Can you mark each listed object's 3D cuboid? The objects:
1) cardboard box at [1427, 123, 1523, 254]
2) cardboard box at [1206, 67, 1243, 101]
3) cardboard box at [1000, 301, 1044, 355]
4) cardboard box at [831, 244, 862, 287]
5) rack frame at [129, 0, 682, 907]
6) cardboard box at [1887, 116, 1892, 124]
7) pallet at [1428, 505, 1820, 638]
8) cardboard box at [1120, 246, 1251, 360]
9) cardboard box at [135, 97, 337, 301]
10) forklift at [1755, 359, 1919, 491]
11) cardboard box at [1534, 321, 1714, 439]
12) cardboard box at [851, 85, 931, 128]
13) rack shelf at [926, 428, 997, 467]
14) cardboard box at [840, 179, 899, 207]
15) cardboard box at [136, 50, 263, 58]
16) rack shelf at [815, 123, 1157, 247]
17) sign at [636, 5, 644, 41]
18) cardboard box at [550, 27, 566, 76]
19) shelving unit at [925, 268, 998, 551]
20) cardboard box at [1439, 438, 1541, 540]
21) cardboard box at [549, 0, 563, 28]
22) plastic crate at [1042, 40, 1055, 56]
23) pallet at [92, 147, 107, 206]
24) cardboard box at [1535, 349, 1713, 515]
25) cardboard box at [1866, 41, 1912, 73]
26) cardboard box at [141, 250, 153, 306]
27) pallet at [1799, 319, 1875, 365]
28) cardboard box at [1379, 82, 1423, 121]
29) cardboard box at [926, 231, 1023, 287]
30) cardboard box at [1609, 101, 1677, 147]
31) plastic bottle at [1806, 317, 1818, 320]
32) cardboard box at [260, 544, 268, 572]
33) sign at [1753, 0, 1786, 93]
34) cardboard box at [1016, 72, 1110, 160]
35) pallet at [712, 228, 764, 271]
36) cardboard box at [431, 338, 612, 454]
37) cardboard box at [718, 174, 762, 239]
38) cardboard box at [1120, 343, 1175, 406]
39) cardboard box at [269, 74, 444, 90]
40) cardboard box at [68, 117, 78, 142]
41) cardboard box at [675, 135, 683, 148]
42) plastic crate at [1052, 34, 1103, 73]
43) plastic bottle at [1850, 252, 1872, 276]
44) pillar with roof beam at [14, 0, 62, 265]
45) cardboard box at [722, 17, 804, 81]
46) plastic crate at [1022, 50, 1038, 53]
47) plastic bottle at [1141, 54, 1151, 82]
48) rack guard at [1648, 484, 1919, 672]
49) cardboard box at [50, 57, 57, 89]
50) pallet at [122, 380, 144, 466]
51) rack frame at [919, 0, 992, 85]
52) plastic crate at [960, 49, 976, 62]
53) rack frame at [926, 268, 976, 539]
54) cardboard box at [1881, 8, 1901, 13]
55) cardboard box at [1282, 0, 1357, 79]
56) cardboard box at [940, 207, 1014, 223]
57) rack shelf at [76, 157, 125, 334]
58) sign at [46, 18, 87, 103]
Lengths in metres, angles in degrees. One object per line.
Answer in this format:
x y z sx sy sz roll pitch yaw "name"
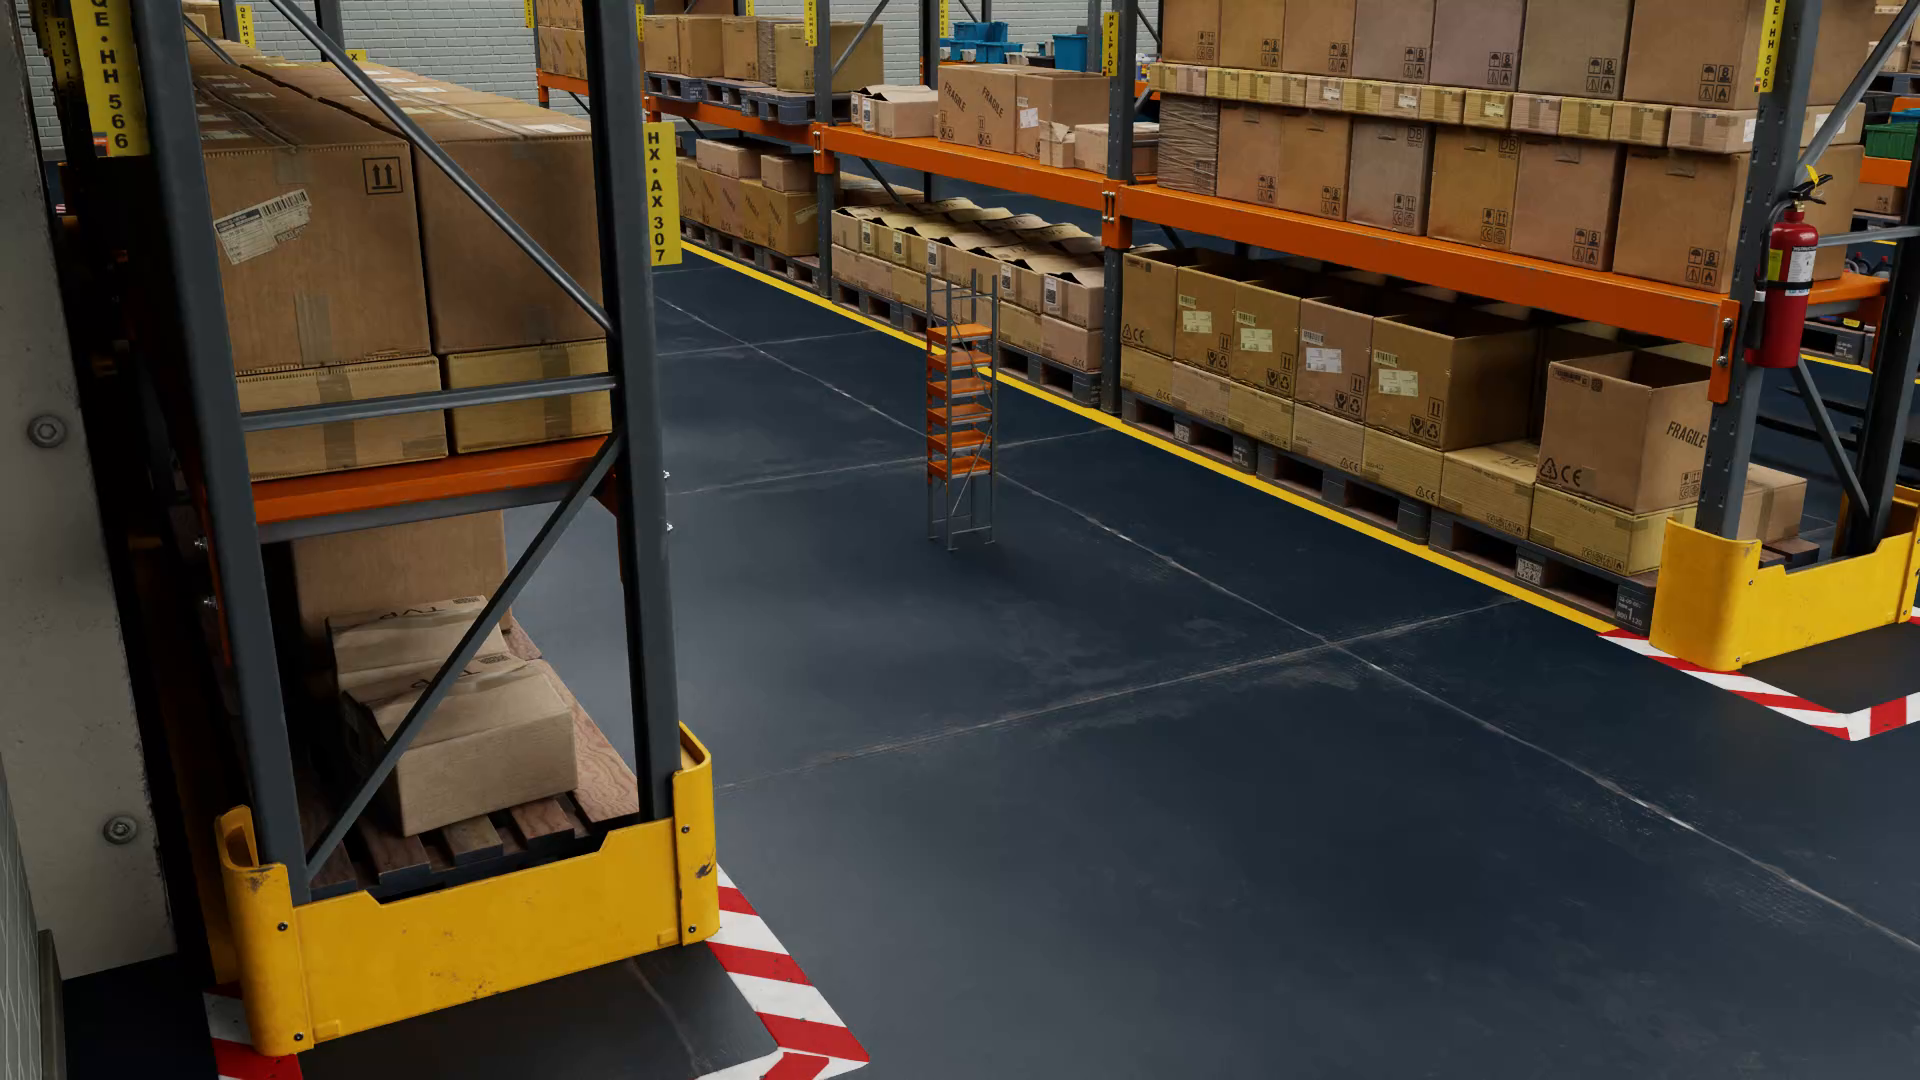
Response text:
2.483 -1.553 7.212 0.700 0.500 0.500 -10 21 -26 "cardboard box"
1.479 -2.325 8.456 0.380 0.149 0.250 -11 22 -28 "cardboard box"
0.588 -1.343 10.328 0.500 0.250 0.500 -10 22 -27 "cardboard box"
-0.631 -2.076 12.452 0.500 0.250 0.500 -10 21 -27 "cardboard box"
-1.180 -0.308 3.757 1.000 3.000 0.127 -10 21 -27 "rack frame"
11.726 -4.960 20.428 0.500 0.500 0.500 -9 21 -24 "cardboard box"
2.778 0.029 7.056 1.003 0.211 1.213 -10 21 -27 "pallet"
1.223 -1.296 9.043 0.500 0.500 0.500 -10 21 -27 "cardboard box"
-2.070 -0.997 4.804 0.500 0.500 0.500 -11 22 -28 "cardboard box"
4.954 -1.537 7.424 1.130 2.935 3.031 -9 21 -24 "forklift"
2.880 -0.661 7.202 0.500 0.500 0.500 -10 21 -27 "cardboard box"
-0.487 -3.219 12.331 0.500 0.311 0.500 -9 21 -23 "cardboard box"
0.007 -0.408 7.309 0.258 0.103 0.180 -10 21 -27 "rack shelf"
-0.839 -2.723 13.915 0.500 0.500 0.500 -11 22 -29 "cardboard box"
-3.890 -2.208 8.437 0.700 0.500 0.500 -7 20 -19 "cardboard box"
0.329 -2.459 11.093 1.077 0.370 4.000 -10 21 -27 "rack shelf"
-2.994 -4.844 15.576 0.100 0.325 0.005 -10 21 -27 "sign"
-4.192 -5.401 18.364 0.500 0.500 0.500 -10 22 -27 "cardboard box"
0.007 -0.563 7.255 0.258 1.200 0.189 -10 21 -27 "shelving unit"
2.415 -0.225 7.088 0.500 0.250 0.500 -10 21 -27 "cardboard box"
-4.186 -5.872 18.196 0.500 0.500 0.500 -10 21 -26 "cardboard box"
1.278 -5.726 19.550 0.437 0.282 0.530 -10 21 -27 "plastic crate"
-4.003 -1.952 8.815 1.003 0.211 1.213 -10 21 -27 "pallet"
2.661 -0.437 6.554 0.500 0.500 0.500 -10 21 -27 "cardboard box"
8.692 -4.517 15.541 0.500 0.250 0.500 -11 22 -28 "cardboard box"
-2.537 -0.934 5.772 0.500 0.250 0.500 -10 22 -28 "cardboard box"
5.922 -1.473 11.409 1.003 0.211 1.213 -10 21 -27 "pallet"
2.090 -1.955 7.383 0.380 0.149 0.250 -10 22 -27 "cardboard box"
0.111 -1.897 11.074 0.500 0.311 0.500 -10 22 -27 "cardboard box"
2.703 -1.585 6.311 0.380 0.149 0.250 -9 21 -25 "cardboard box"
5.658 -1.650 11.034 0.144 0.351 0.185 -9 21 -25 "plastic bottle"
-2.551 -0.191 6.575 0.500 0.500 0.500 -12 22 -31 "cardboard box"
2.694 -1.656 5.524 0.100 0.325 0.005 -10 21 -27 "sign"
0.678 -2.646 10.380 0.500 0.500 0.500 -8 21 -23 "cardboard box"
-1.518 -2.625 14.746 1.003 0.211 1.213 -10 21 -27 "pallet"
-1.132 -0.436 4.327 0.500 0.250 0.500 -11 22 -28 "cardboard box"
-1.772 -2.930 14.512 0.500 0.500 0.500 -11 22 -29 "cardboard box"
1.232 -0.943 9.169 0.500 0.250 0.500 -10 21 -27 "cardboard box"
-2.111 -1.373 5.893 0.500 0.500 0.500 -11 22 -28 "cardboard box"
-5.900 -2.832 11.425 0.380 0.149 0.250 -11 22 -28 "cardboard box"
-3.417 -4.087 17.863 0.797 0.503 0.637 -10 21 -27 "cardboard box"
1.319 -5.389 18.415 0.392 0.384 0.575 -10 21 -27 "plastic crate"
6.199 -1.806 11.486 0.144 0.351 0.185 -11 22 -28 "plastic bottle"
-4.183 -7.322 14.888 9.100 9.000 0.400 -10 21 -27 "pillar with roof beam"
-1.627 -4.269 14.440 0.700 0.500 0.500 -17 25 -40 "cardboard box"
0.923 -5.889 20.245 0.298 0.136 0.250 -10 21 -27 "plastic crate"
1.930 -4.892 17.239 0.097 0.271 0.097 0 19 0 "plastic bottle"
3.189 0.112 6.371 1.175 0.500 0.348 -10 21 -27 "rack guard"
-8.527 -4.898 16.599 0.980 0.700 0.700 -9 21 -24 "cardboard box"
-4.034 -0.712 9.203 1.003 0.211 1.213 -10 21 -27 "pallet"
-0.059 -6.436 21.515 1.000 3.000 0.127 -10 21 -27 "rack frame"
0.170 -5.918 20.327 0.250 0.136 0.298 -10 21 -27 "plastic crate"
-0.037 -0.589 7.332 0.240 1.200 0.006 -10 21 -27 "rack frame"
11.395 -6.370 20.154 0.380 0.149 0.250 -10 21 -27 "cardboard box"
1.973 -2.470 7.880 0.700 0.500 0.500 -10 21 -27 "cardboard box"
0.097 -2.276 12.173 0.500 0.311 0.500 -10 22 -27 "cardboard box"
-4.029 -1.690 8.866 1.077 0.370 4.000 -10 21 -27 "rack shelf"
-3.566 -1.916 6.644 0.100 0.325 0.005 -10 21 -27 "sign"
